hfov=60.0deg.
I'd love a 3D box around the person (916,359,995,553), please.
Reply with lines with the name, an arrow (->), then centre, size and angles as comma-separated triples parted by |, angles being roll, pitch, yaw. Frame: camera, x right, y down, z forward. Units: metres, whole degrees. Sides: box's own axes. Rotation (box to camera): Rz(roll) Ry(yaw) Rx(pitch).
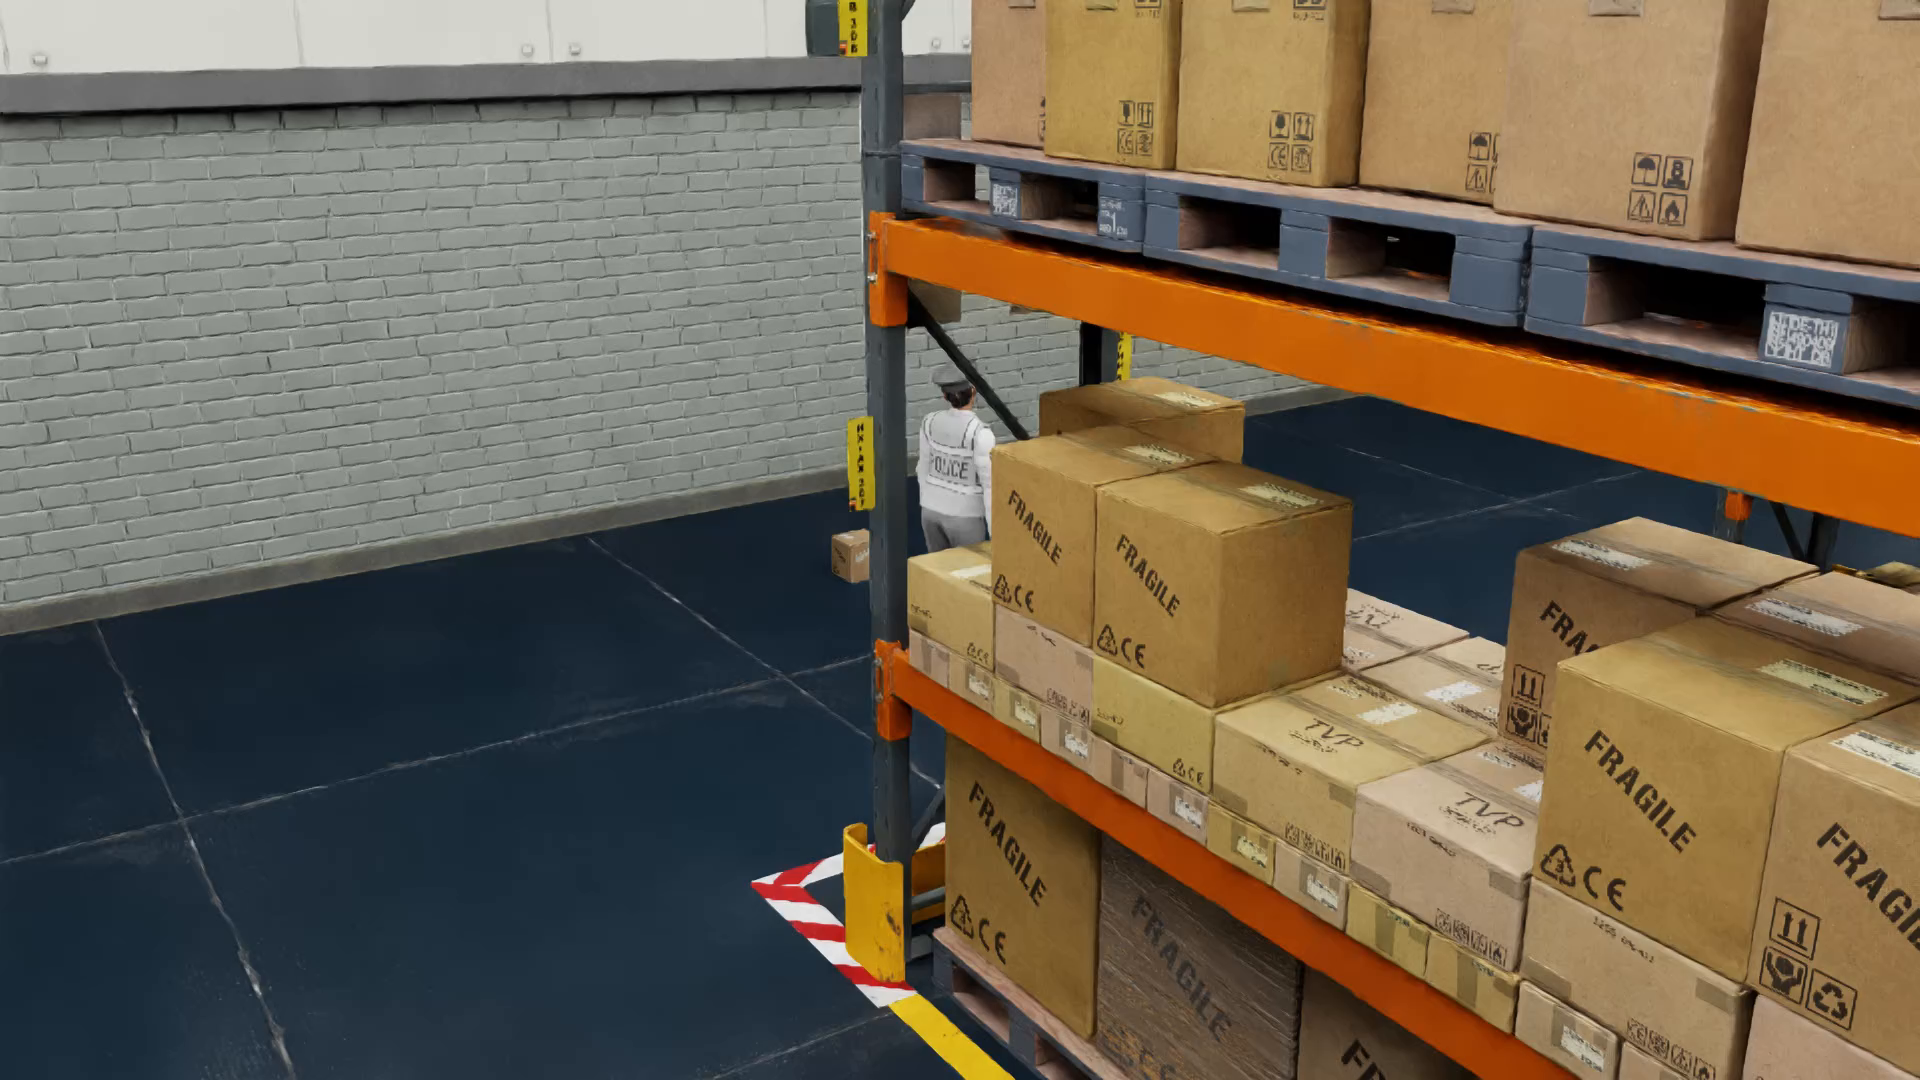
person -> 0.017, -0.121, 8.815 | 0.540, 1.686, 0.430 | 13, 22, 35
